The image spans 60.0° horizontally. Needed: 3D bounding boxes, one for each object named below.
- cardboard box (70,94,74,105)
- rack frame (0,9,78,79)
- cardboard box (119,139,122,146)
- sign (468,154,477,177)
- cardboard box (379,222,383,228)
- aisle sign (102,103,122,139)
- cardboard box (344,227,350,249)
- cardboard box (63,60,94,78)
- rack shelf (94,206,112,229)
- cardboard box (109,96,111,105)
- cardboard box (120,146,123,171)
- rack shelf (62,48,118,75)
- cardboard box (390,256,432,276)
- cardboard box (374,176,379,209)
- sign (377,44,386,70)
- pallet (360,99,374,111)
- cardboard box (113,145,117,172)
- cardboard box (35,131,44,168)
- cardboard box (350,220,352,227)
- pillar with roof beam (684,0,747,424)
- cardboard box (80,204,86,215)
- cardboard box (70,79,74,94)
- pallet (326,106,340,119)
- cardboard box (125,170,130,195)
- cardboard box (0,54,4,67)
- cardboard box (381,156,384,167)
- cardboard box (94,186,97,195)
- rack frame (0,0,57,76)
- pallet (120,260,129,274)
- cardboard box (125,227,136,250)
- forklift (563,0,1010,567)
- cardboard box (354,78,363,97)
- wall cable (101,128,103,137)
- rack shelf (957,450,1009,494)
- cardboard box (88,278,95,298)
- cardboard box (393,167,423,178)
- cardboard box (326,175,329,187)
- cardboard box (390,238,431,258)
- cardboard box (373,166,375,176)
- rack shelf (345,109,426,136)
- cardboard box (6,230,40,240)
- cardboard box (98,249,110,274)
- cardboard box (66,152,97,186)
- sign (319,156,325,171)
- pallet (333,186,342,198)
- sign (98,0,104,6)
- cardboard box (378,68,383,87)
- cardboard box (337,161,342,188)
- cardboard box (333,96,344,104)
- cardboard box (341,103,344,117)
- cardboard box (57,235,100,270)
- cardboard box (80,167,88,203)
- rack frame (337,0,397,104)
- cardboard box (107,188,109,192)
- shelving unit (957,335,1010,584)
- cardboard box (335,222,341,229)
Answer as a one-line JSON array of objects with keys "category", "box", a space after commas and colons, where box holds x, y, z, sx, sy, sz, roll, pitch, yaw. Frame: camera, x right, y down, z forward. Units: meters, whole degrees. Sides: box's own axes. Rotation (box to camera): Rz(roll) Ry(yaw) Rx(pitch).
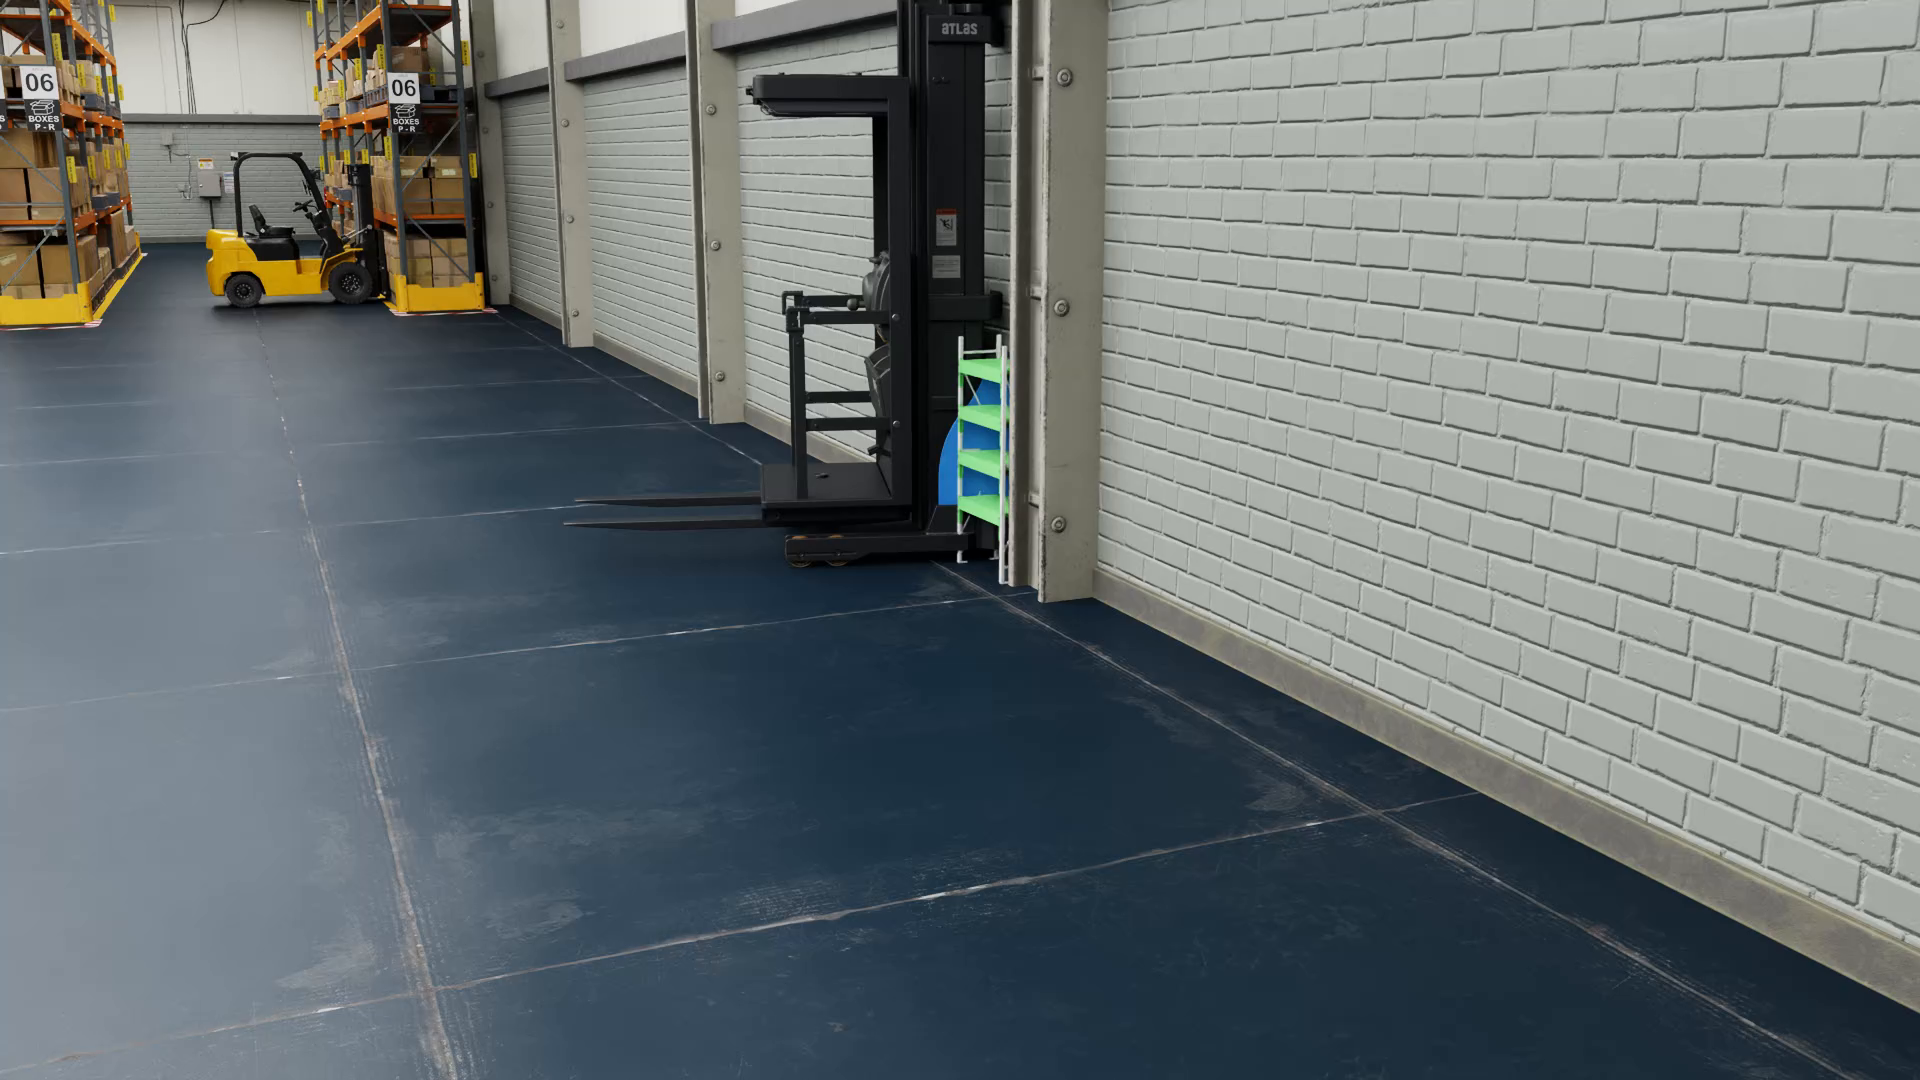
[{"category": "cardboard box", "box": [-12.640, -6.170, 23.280, 0.380, 0.149, 0.250, -5, 14, -21]}, {"category": "rack frame", "box": [-13.445, -8.005, 24.001, 1.000, 3.000, 0.127, -6, 14, -23]}, {"category": "cardboard box", "box": [-17.620, -8.261, 34.535, 0.380, 0.149, 0.250, -6, 14, -24]}, {"category": "sign", "box": [-6.785, -5.214, 23.152, 0.100, 0.325, 0.005, -6, 14, -23]}, {"category": "cardboard box", "box": [-10.991, -6.059, 32.070, 0.380, 0.149, 0.250, -6, 14, -23]}, {"category": "aisle sign", "box": [-17.996, -8.871, 35.281, 0.394, 0.787, 0.004, -6, 14, -23]}, {"category": "cardboard box", "box": [-12.115, -6.051, 33.474, 0.500, 0.500, 0.500, -5, 14, -21]}, {"category": "cardboard box", "box": [-13.520, -7.178, 25.371, 0.500, 0.250, 0.500, -6, 14, -24]}, {"category": "rack shelf", "box": [-14.246, -5.145, 26.544, 1.077, 0.370, 4.000, -6, 14, -23]}, {"category": "cardboard box", "box": [-17.989, -9.118, 34.643, 0.500, 0.250, 0.500, -7, 15, -28]}, {"category": "cardboard box", "box": [-17.209, -7.708, 33.580, 0.500, 0.500, 0.500, -6, 14, -23]}, {"category": "rack shelf", "box": [-17.450, -9.526, 33.054, 1.077, 0.370, 4.000, -6, 14, -23]}, {"category": "cardboard box", "box": [-7.777, -3.886, 23.566, 0.500, 0.250, 0.500, -6, 14, -24]}, {"category": "cardboard box", "box": [-8.736, -5.359, 25.650, 0.500, 0.500, 0.500, -5, 14, -22]}, {"category": "sign", "box": [-7.799, -6.513, 22.418, 0.100, 0.325, 0.005, -6, 14, -23]}, {"category": "pallet", "box": [-9.263, -7.081, 27.083, 0.805, 0.209, 1.217, -6, 14, -25]}, {"category": "cardboard box", "box": [-16.240, -7.201, 31.394, 0.500, 0.500, 0.500, -5, 14, -21]}, {"category": "cardboard box", "box": [-12.443, -5.128, 21.774, 0.700, 0.500, 0.500, -5, 14, -22]}, {"category": "cardboard box", "box": [-11.908, -6.287, 33.055, 0.380, 0.149, 0.250, -6, 15, -26]}, {"category": "pillar with roof beam", "box": [-5.887, -4.985, 10.952, 9.100, 9.000, 0.400, -6, 14, -23]}, {"category": "cardboard box", "box": [-12.415, -4.606, 23.176, 0.380, 0.149, 0.250, -5, 14, -22]}, {"category": "cardboard box", "box": [-12.627, -6.338, 23.122, 0.500, 0.250, 0.500, -6, 14, -24]}, {"category": "pallet", "box": [-11.488, -8.199, 31.908, 1.213, 0.211, 1.003, -6, 14, -23]}, {"category": "cardboard box", "box": [-17.816, -7.535, 35.051, 0.500, 0.500, 0.500, -6, 14, -23]}, {"category": "cardboard box", "box": [-12.248, -6.027, 20.893, 0.380, 0.149, 0.250, -5, 14, -22]}, {"category": "cardboard box", "box": [-8.236, -5.524, 24.267, 0.380, 0.149, 0.250, -5, 14, -22]}, {"category": "cardboard box", "box": [-13.469, -5.360, 25.501, 0.380, 0.149, 0.250, -5, 14, -22]}, {"category": "rack frame", "box": [-11.842, -7.179, 20.430, 1.000, 3.000, 0.127, -6, 14, -23]}, {"category": "pallet", "box": [-15.779, -4.972, 30.383, 1.003, 0.211, 1.213, -6, 14, -23]}, {"category": "cardboard box", "box": [-17.521, -6.202, 34.267, 0.875, 0.438, 0.875, -5, 14, -21]}, {"category": "forklift", "box": [-0.625, -1.410, 8.963, 3.031, 2.935, 1.130, -2, 13, -7]}, {"category": "cardboard box", "box": [-9.719, -7.489, 27.467, 0.500, 0.311, 0.500, -6, 14, -25]}, {"category": "wall cable", "box": [-20.532, -9.235, 40.295, 0.585, 1.953, 0.123, -6, 14, -23]}, {"category": "rack shelf", "box": [0.206, -0.361, 8.544, 0.258, 0.148, 0.480, -6, 14, -25]}, {"category": "cardboard box", "box": [-12.110, -3.419, 22.656, 0.500, 0.250, 0.500, -5, 14, -21]}, {"category": "cardboard box", "box": [-7.691, -5.116, 23.163, 0.380, 0.149, 0.250, -5, 14, -22]}, {"category": "cardboard box", "box": [-13.568, -7.860, 36.353, 0.500, 0.250, 0.500, -5, 14, -22]}, {"category": "cardboard box", "box": [-7.766, -4.124, 23.486, 0.500, 0.250, 0.500, -5, 14, -21]}, {"category": "cardboard box", "box": [-9.011, -5.807, 26.146, 0.380, 0.149, 0.250, -6, 14, -24]}, {"category": "rack shelf", "box": [-9.699, -7.056, 28.146, 1.077, 0.370, 4.000, -6, 14, -23]}, {"category": "cardboard box", "box": [-13.143, -4.290, 23.318, 0.380, 0.149, 0.250, -5, 14, -20]}, {"category": "cardboard box", "box": [-14.527, -4.564, 27.333, 0.950, 0.372, 0.625, -6, 14, -24]}, {"category": "cardboard box", "box": [-13.370, -5.603, 25.115, 0.500, 0.500, 0.500, -5, 14, -22]}, {"category": "sign", "box": [-14.202, -8.383, 37.020, 0.100, 0.325, 0.005, -6, 14, -23]}, {"category": "pallet", "box": [-11.883, -6.916, 33.025, 1.003, 0.211, 1.213, -6, 14, -23]}, {"category": "sign", "box": [-16.157, -10.203, 31.250, 0.100, 0.325, 0.005, -6, 14, -23]}, {"category": "cardboard box", "box": [-8.008, -6.550, 23.513, 0.396, 0.266, 0.258, -6, 14, -23]}, {"category": "cardboard box", "box": [-11.592, -7.048, 32.018, 0.700, 0.500, 0.500, -6, 14, -23]}, {"category": "cardboard box", "box": [-11.708, -8.364, 31.606, 0.380, 0.149, 0.250, -5, 14, -22]}, {"category": "cardboard box", "box": [-11.131, -7.934, 30.679, 0.500, 0.250, 0.500, -6, 14, -23]}, {"category": "cardboard box", "box": [-12.962, -4.215, 24.432, 0.500, 0.500, 0.500, -6, 14, -24]}, {"category": "cardboard box", "box": [-12.614, -4.994, 23.415, 0.500, 0.500, 0.500, -5, 14, -21]}, {"category": "rack frame", "box": [-10.500, -9.281, 29.512, 1.000, 3.000, 0.127, -6, 14, -23]}, {"category": "cardboard box", "box": [-15.013, -5.960, 28.800, 0.500, 0.250, 0.500, -6, 14, -24]}, {"category": "shelving unit", "box": [0.206, -0.423, 8.530, 0.258, 1.200, 0.503, -6, 14, -25]}, {"category": "cardboard box", "box": [-13.120, -6.564, 35.692, 0.500, 0.500, 0.500, -5, 14, -22]}]
